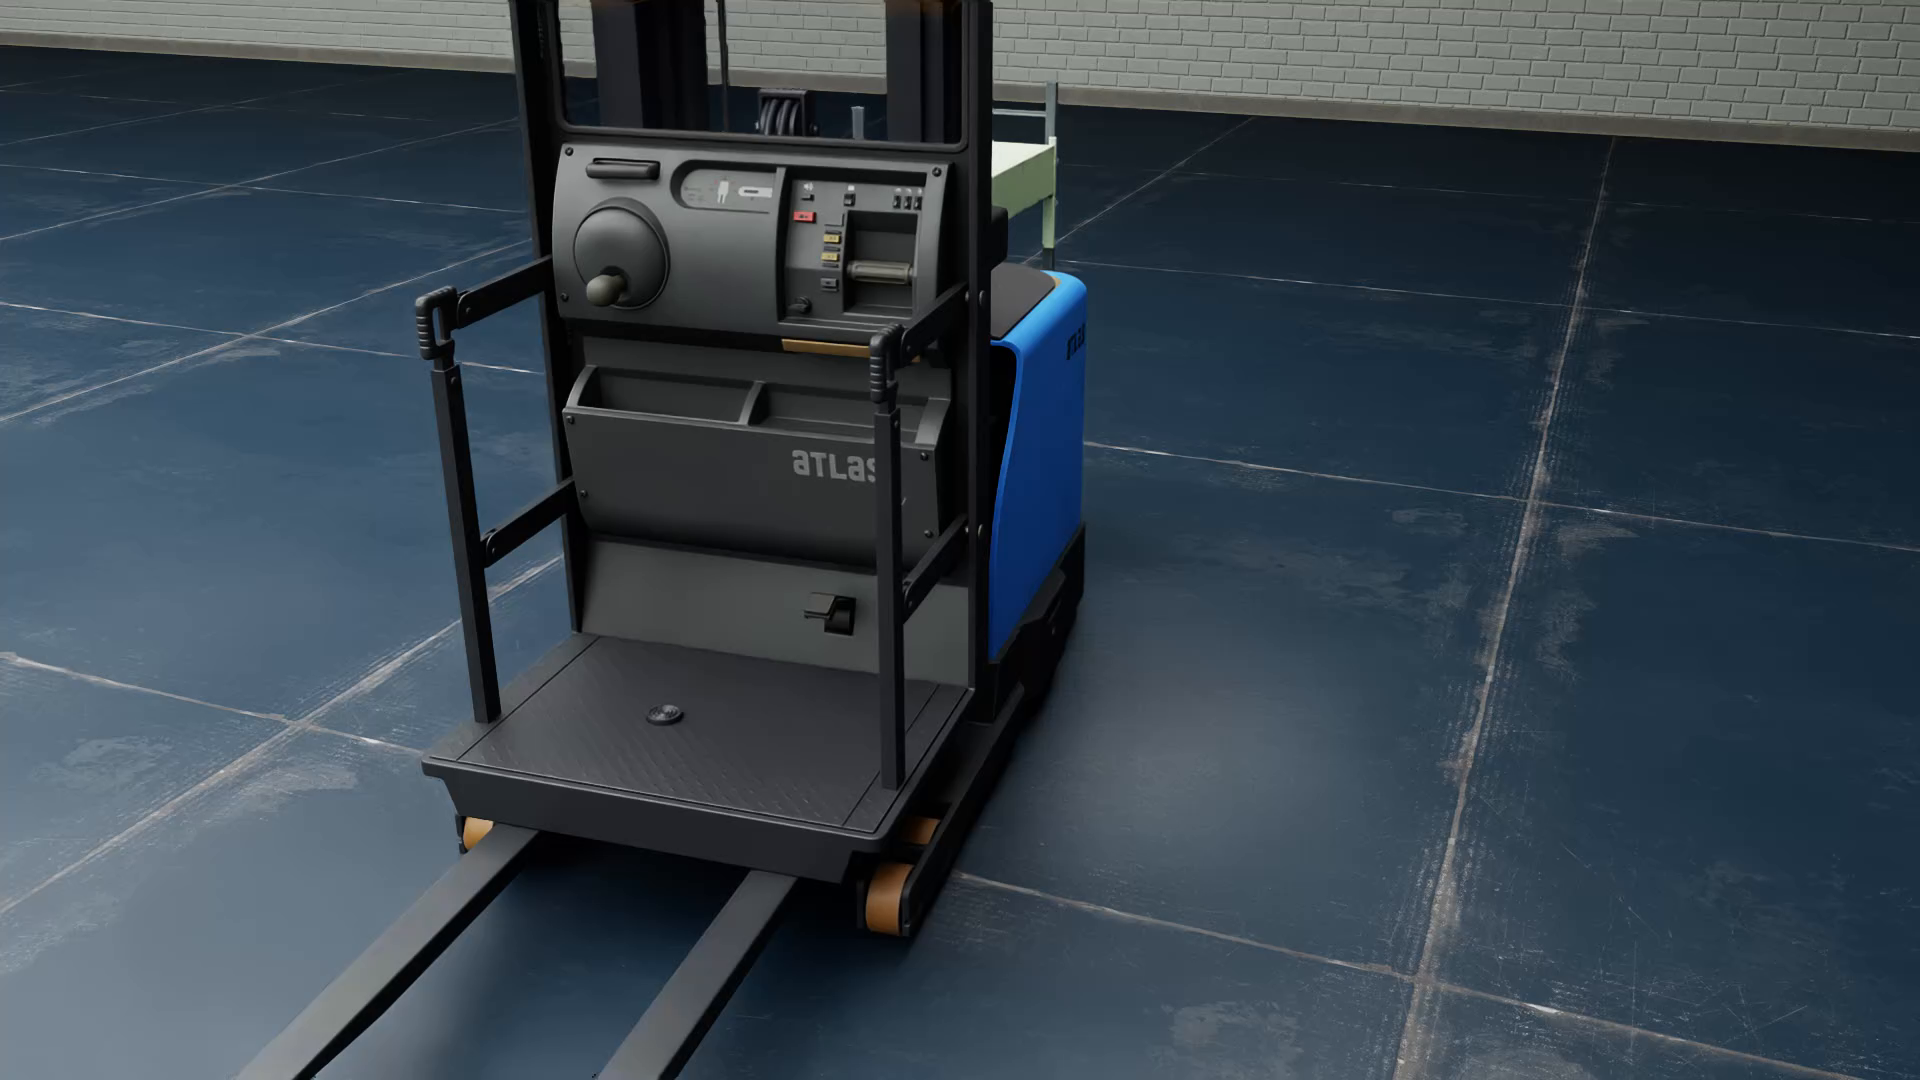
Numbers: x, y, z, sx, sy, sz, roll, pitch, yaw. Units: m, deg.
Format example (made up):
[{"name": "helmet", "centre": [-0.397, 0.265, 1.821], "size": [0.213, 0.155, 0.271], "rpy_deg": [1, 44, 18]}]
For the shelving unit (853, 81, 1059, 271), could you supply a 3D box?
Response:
[{"name": "shelving unit", "centre": [0.002, -0.703, 5.487], "size": [0.431, 1.500, 0.755], "rpy_deg": [8, 24, 19]}]

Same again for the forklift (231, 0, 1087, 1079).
[{"name": "forklift", "centre": [-0.538, -0.651, 3.506], "size": [1.130, 2.935, 3.031], "rpy_deg": [7, 24, 16]}]

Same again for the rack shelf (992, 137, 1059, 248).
[{"name": "rack shelf", "centre": [0.002, -1.063, 5.337], "size": [0.431, 0.370, 0.720], "rpy_deg": [8, 24, 19]}]

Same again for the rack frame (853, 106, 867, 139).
[{"name": "rack frame", "centre": [-0.127, -0.571, 5.172], "size": [0.400, 1.500, 0.023], "rpy_deg": [8, 24, 19]}]

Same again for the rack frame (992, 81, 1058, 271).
[{"name": "rack frame", "centre": [0.131, -0.835, 5.803], "size": [0.400, 1.500, 0.023], "rpy_deg": [8, 24, 19]}]
